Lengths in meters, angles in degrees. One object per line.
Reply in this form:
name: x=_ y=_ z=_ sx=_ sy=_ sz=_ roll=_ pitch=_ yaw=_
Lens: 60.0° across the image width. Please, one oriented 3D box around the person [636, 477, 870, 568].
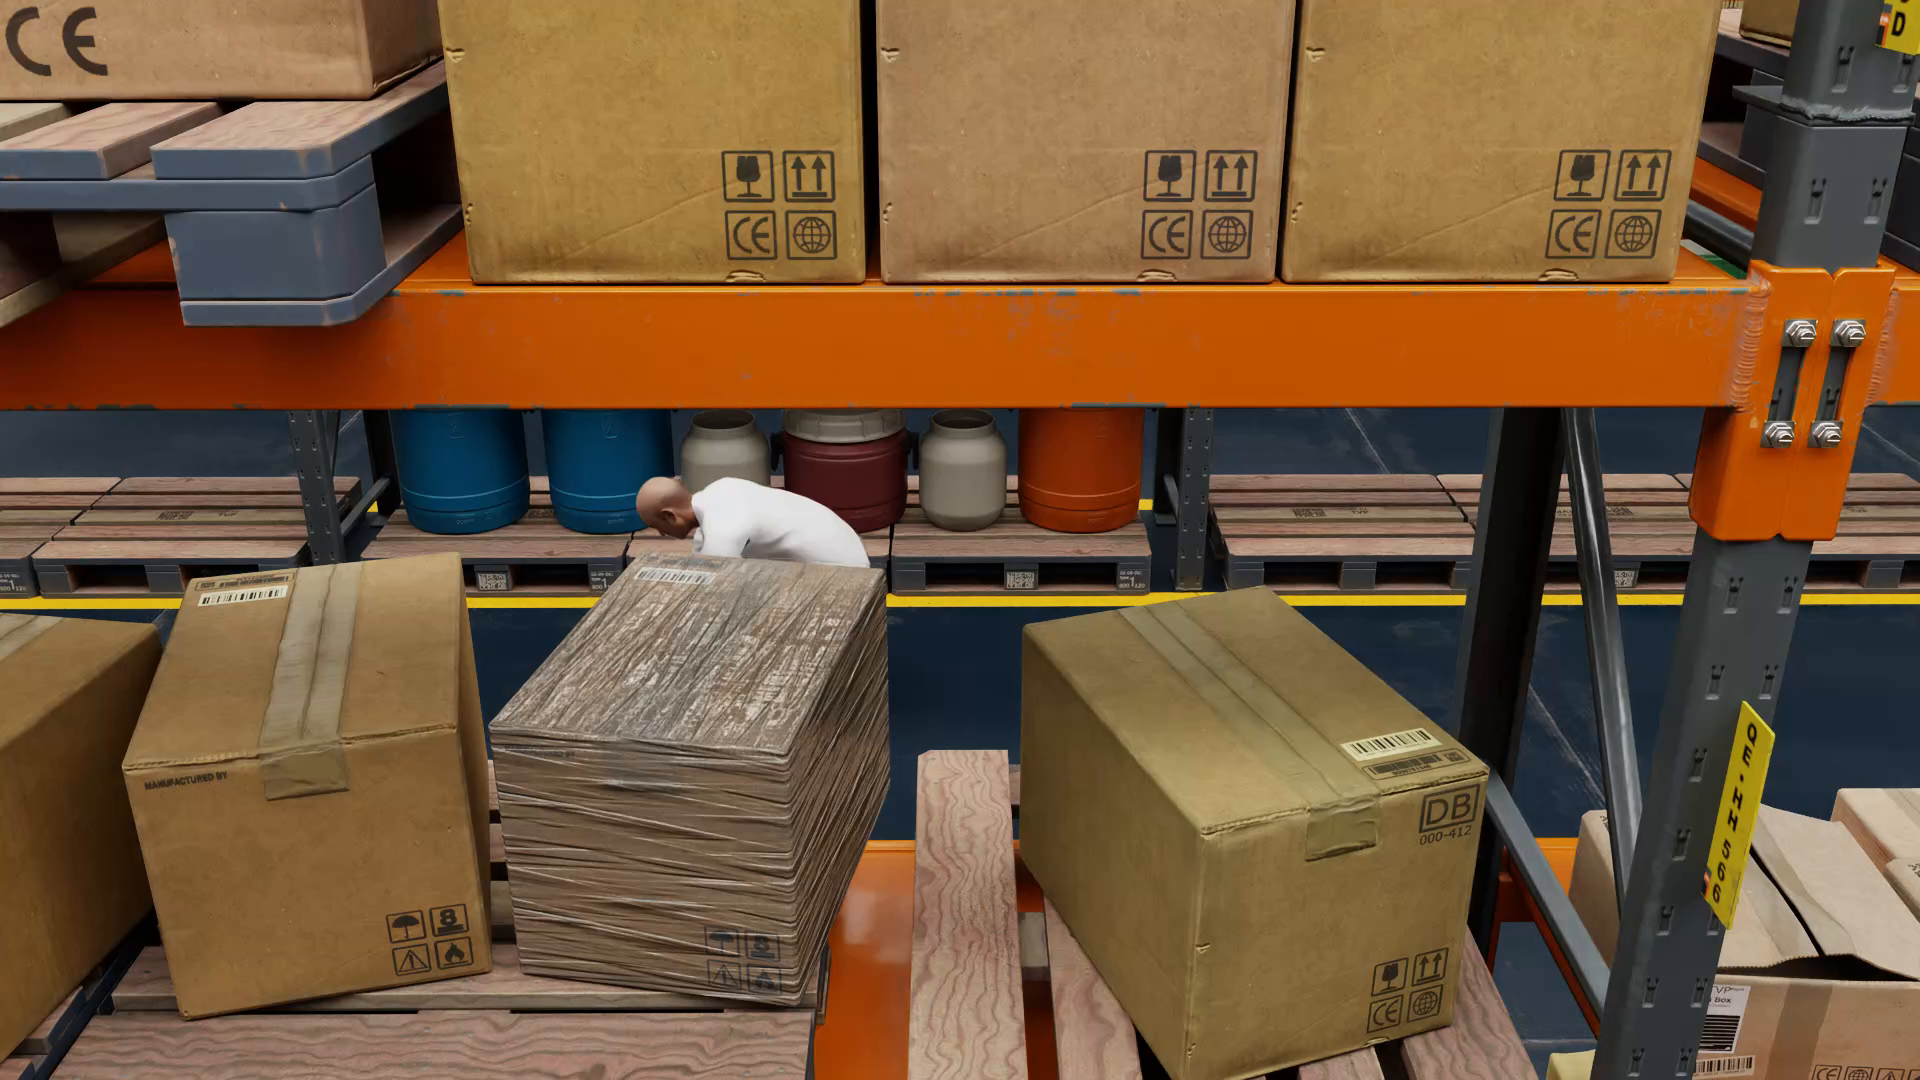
person: x=-0.826 y=0.228 z=6.646 sx=0.937 sy=0.938 sz=0.584 roll=-1 pitch=24 yaw=-2
